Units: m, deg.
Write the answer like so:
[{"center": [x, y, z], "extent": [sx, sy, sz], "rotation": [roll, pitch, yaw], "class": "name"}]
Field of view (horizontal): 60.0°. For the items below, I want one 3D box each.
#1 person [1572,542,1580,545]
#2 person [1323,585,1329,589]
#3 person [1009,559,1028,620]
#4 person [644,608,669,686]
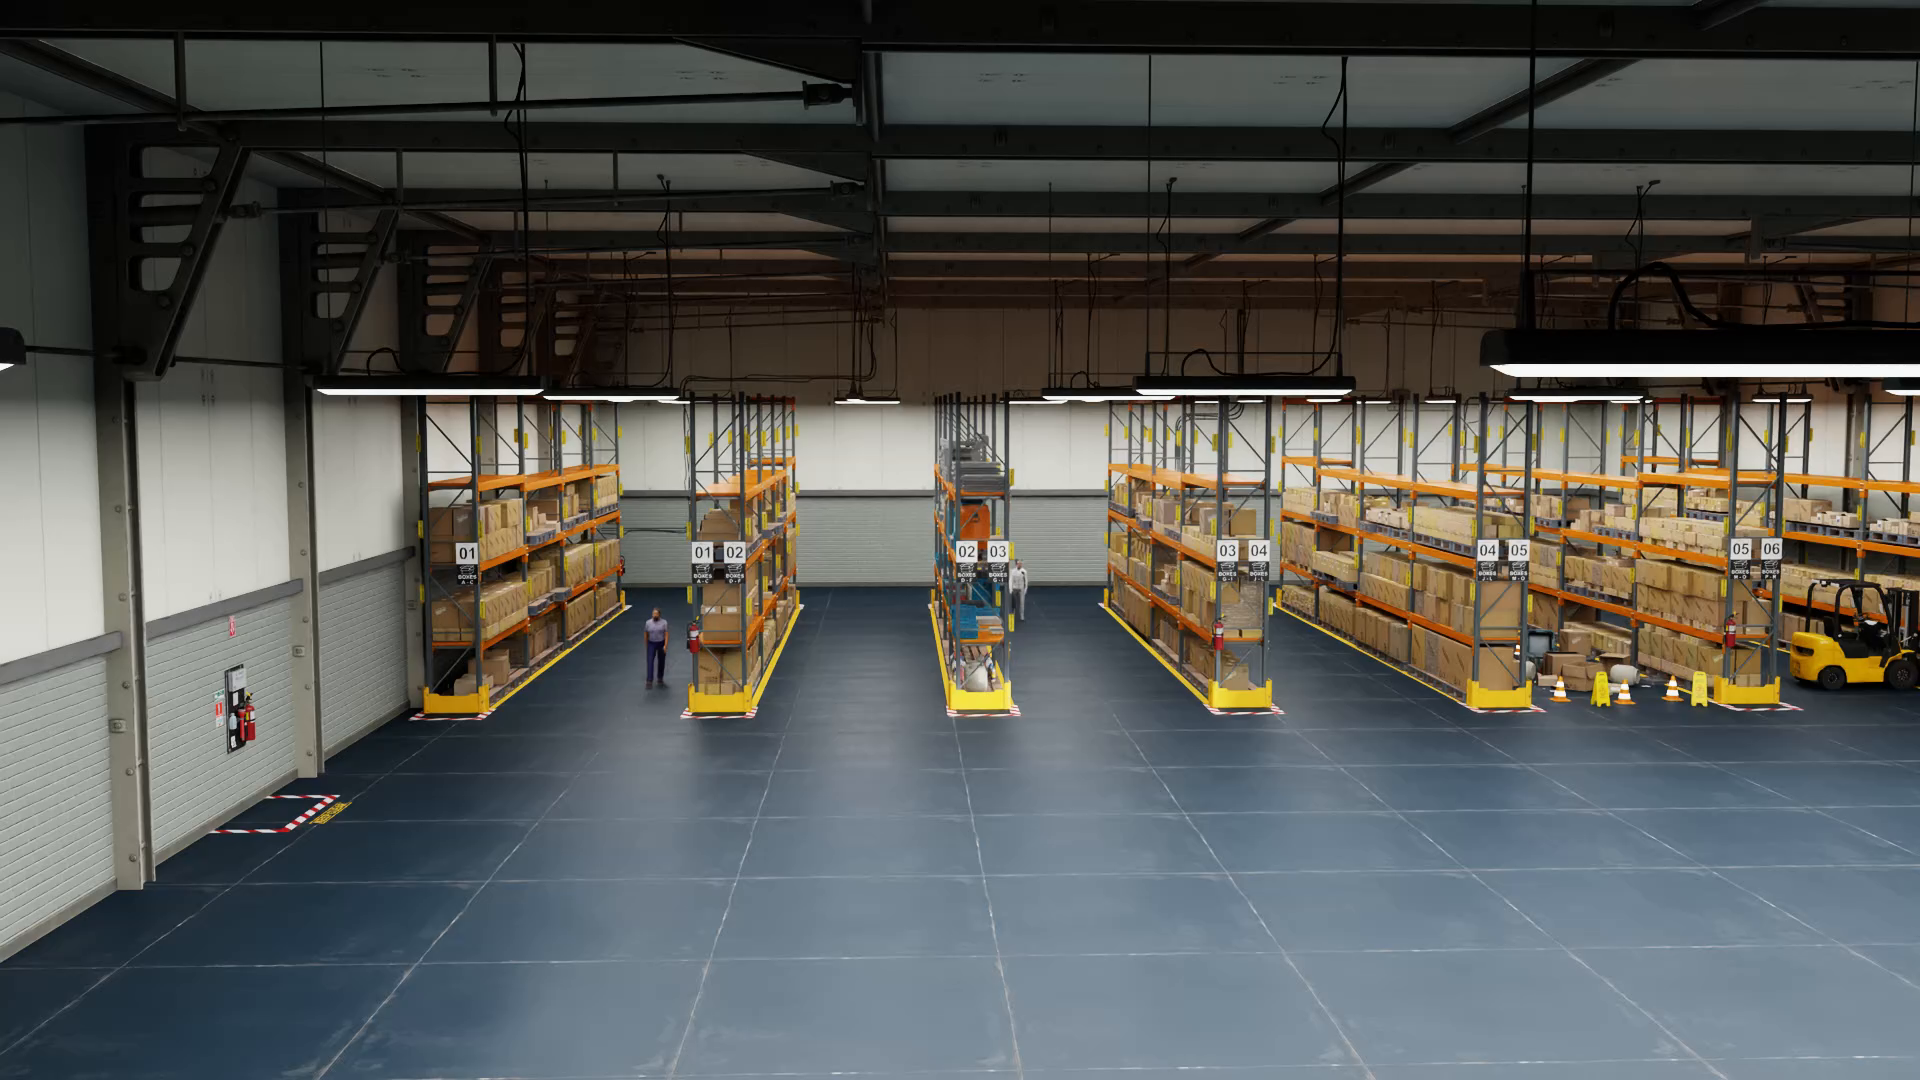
[{"center": [18.400, 0.891, 49.644], "extent": [0.561, 1.672, 0.470], "rotation": [-1, 5, -7], "class": "person"}, {"center": [11.533, 0.816, 50.826], "extent": [1.045, 1.677, 0.539], "rotation": [3, 6, 37], "class": "person"}, {"center": [1.580, 1.299, 44.835], "extent": [0.509, 1.621, 1.033], "rotation": [0, 5, -3], "class": "person"}, {"center": [-6.208, 2.187, 34.020], "extent": [0.507, 1.576, 0.997], "rotation": [-1, 5, -15], "class": "person"}]
